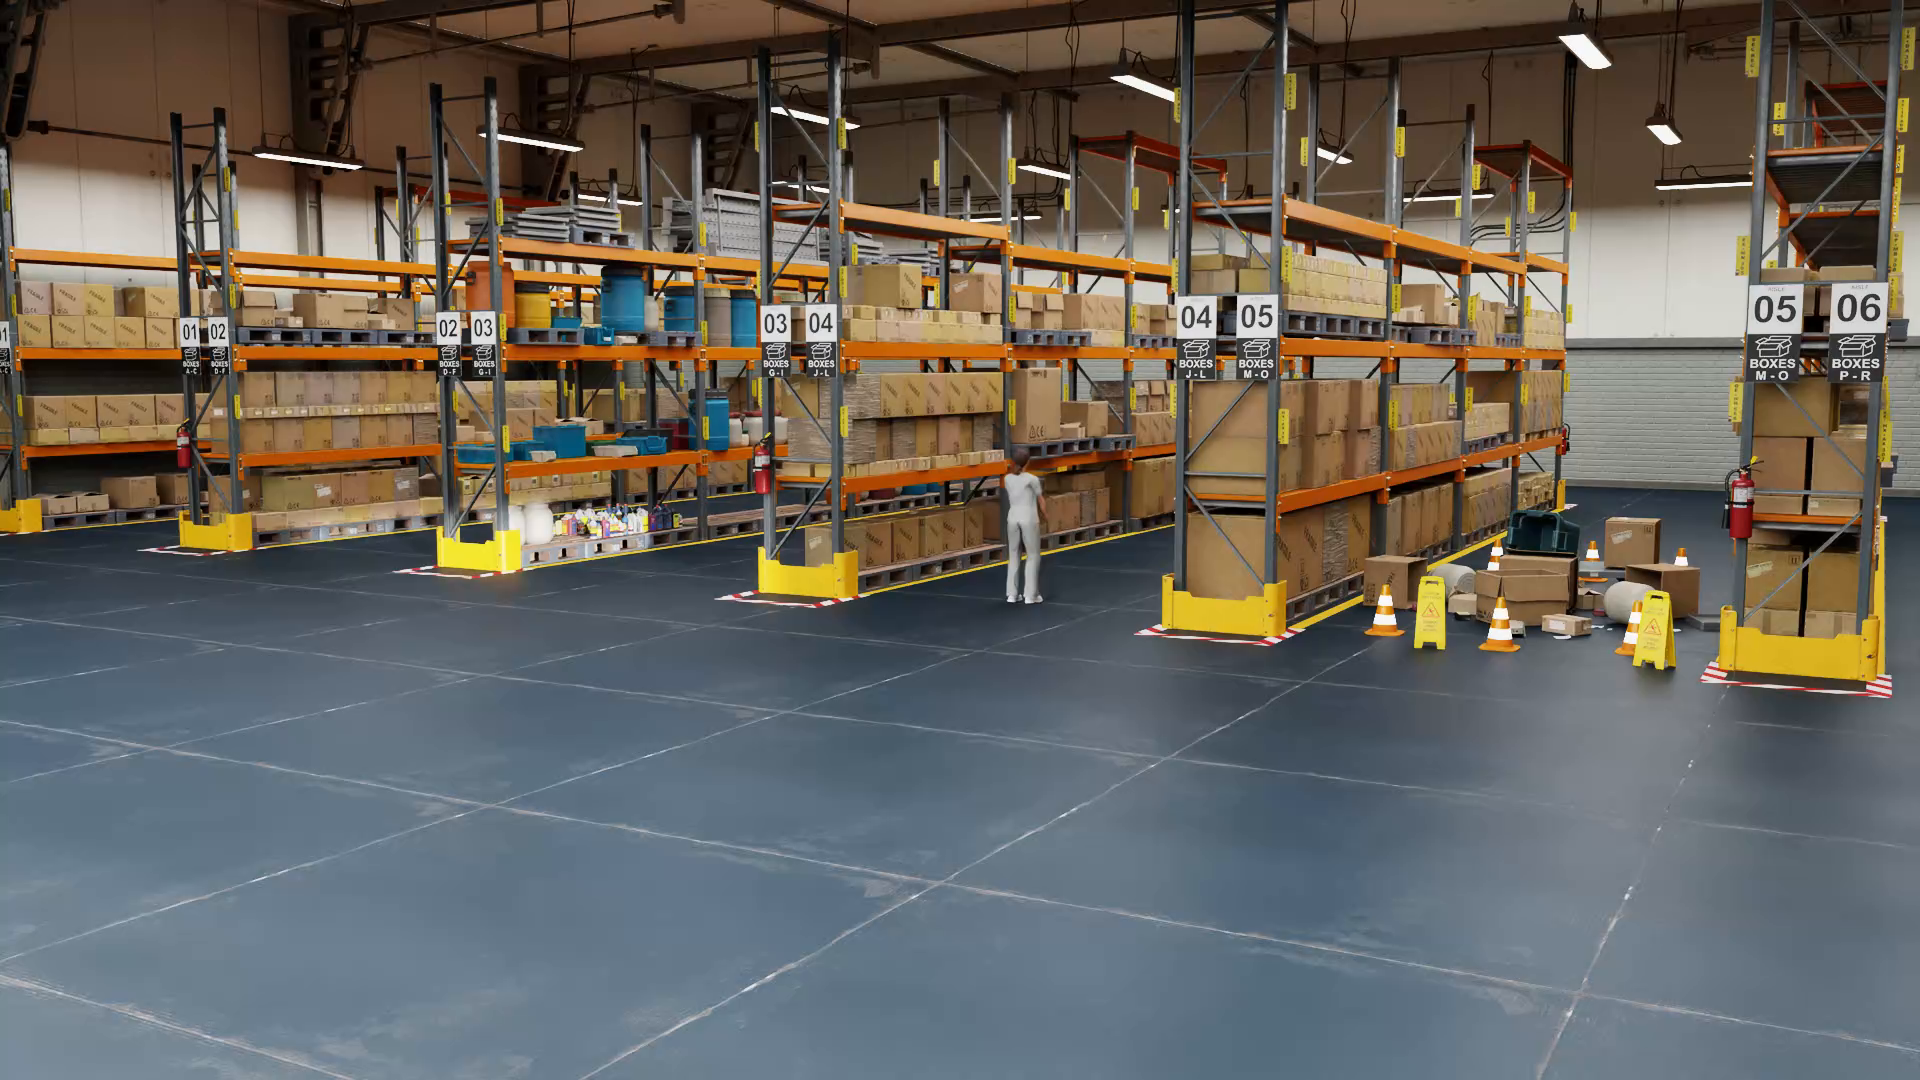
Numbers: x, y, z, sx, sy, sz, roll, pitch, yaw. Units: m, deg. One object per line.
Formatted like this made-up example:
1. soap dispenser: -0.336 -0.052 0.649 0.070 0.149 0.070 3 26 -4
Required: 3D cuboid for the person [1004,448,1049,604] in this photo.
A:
1. person: 0.713 -0.160 17.912 0.424 1.668 0.542 3 7 28
